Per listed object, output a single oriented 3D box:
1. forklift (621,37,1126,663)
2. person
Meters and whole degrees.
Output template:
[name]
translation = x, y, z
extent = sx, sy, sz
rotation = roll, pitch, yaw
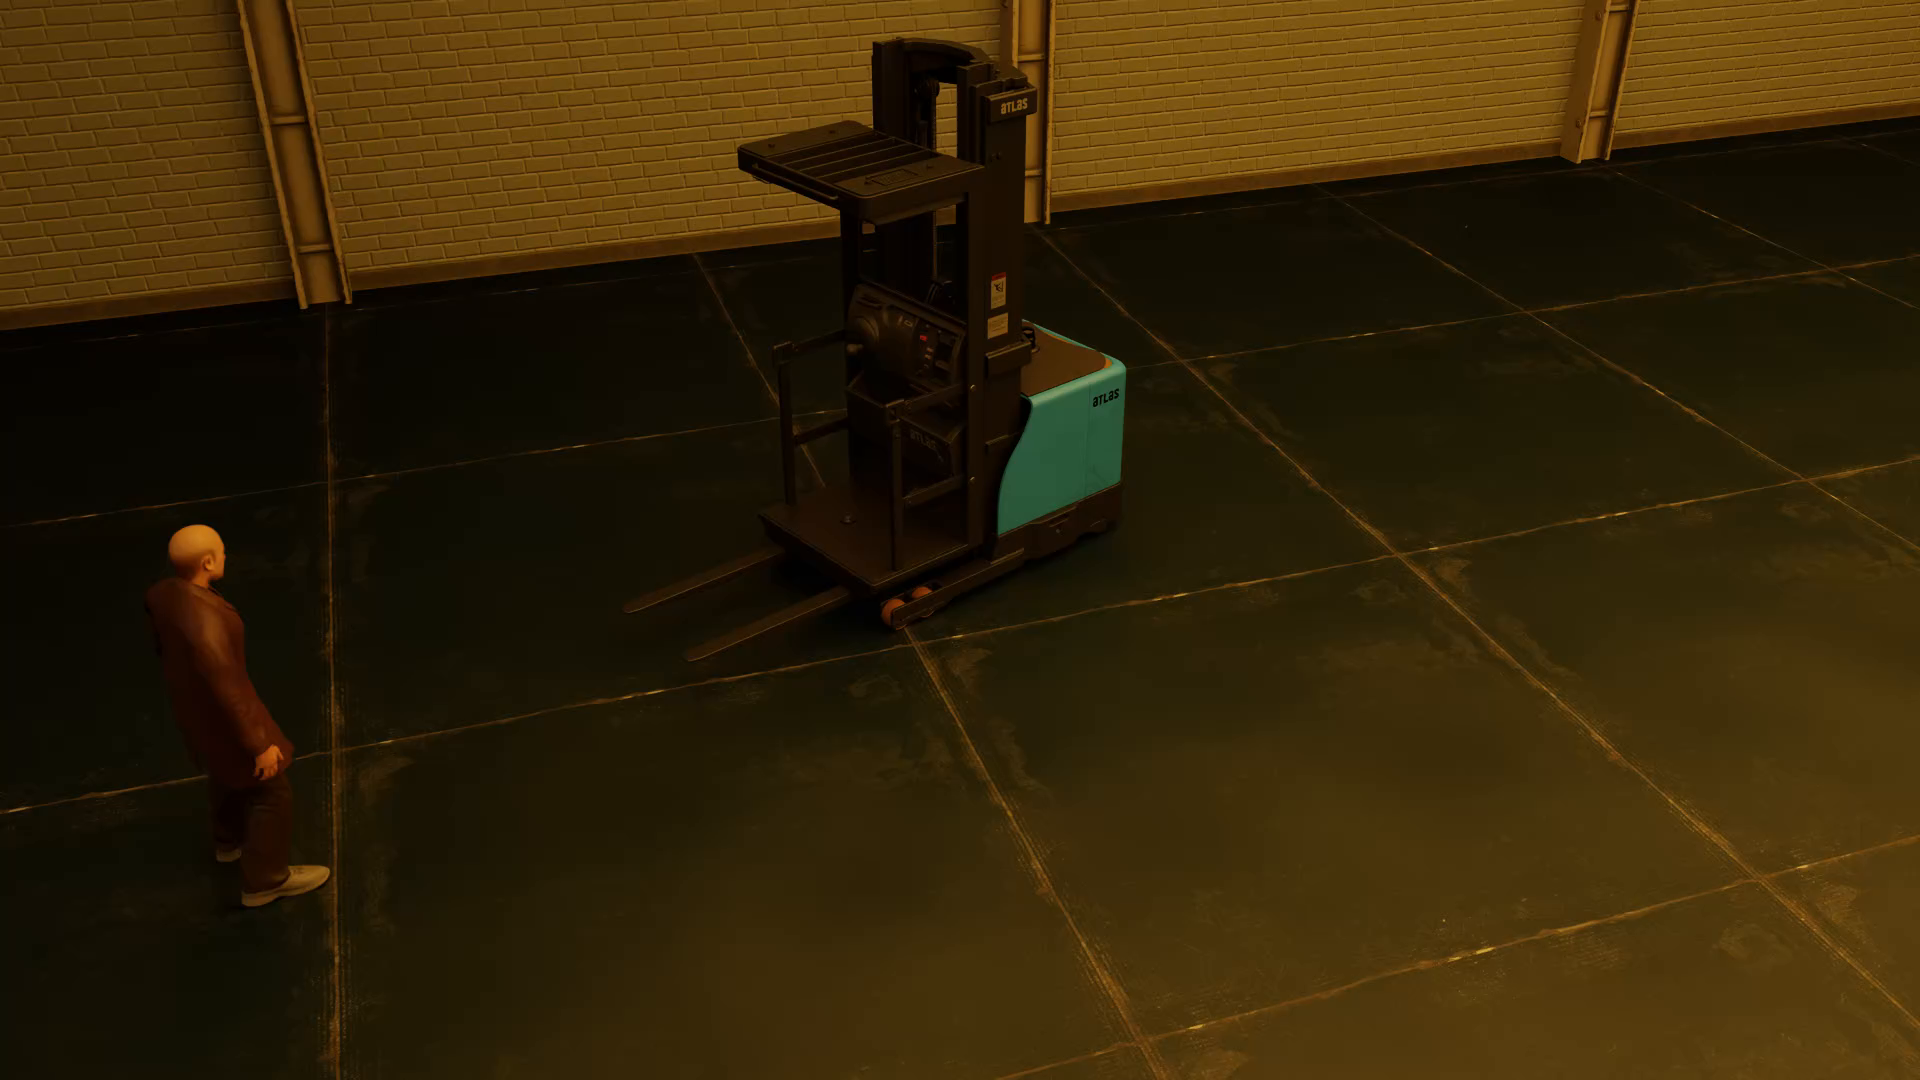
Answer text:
[forklift]
translation = -0.461, -1.072, 8.951
extent = 3.031, 2.935, 1.130
rotation = -23, 37, -34
[person]
translation = -3.051, 0.722, 7.002
extent = 0.775, 1.765, 0.435
rotation = 25, 38, 36
